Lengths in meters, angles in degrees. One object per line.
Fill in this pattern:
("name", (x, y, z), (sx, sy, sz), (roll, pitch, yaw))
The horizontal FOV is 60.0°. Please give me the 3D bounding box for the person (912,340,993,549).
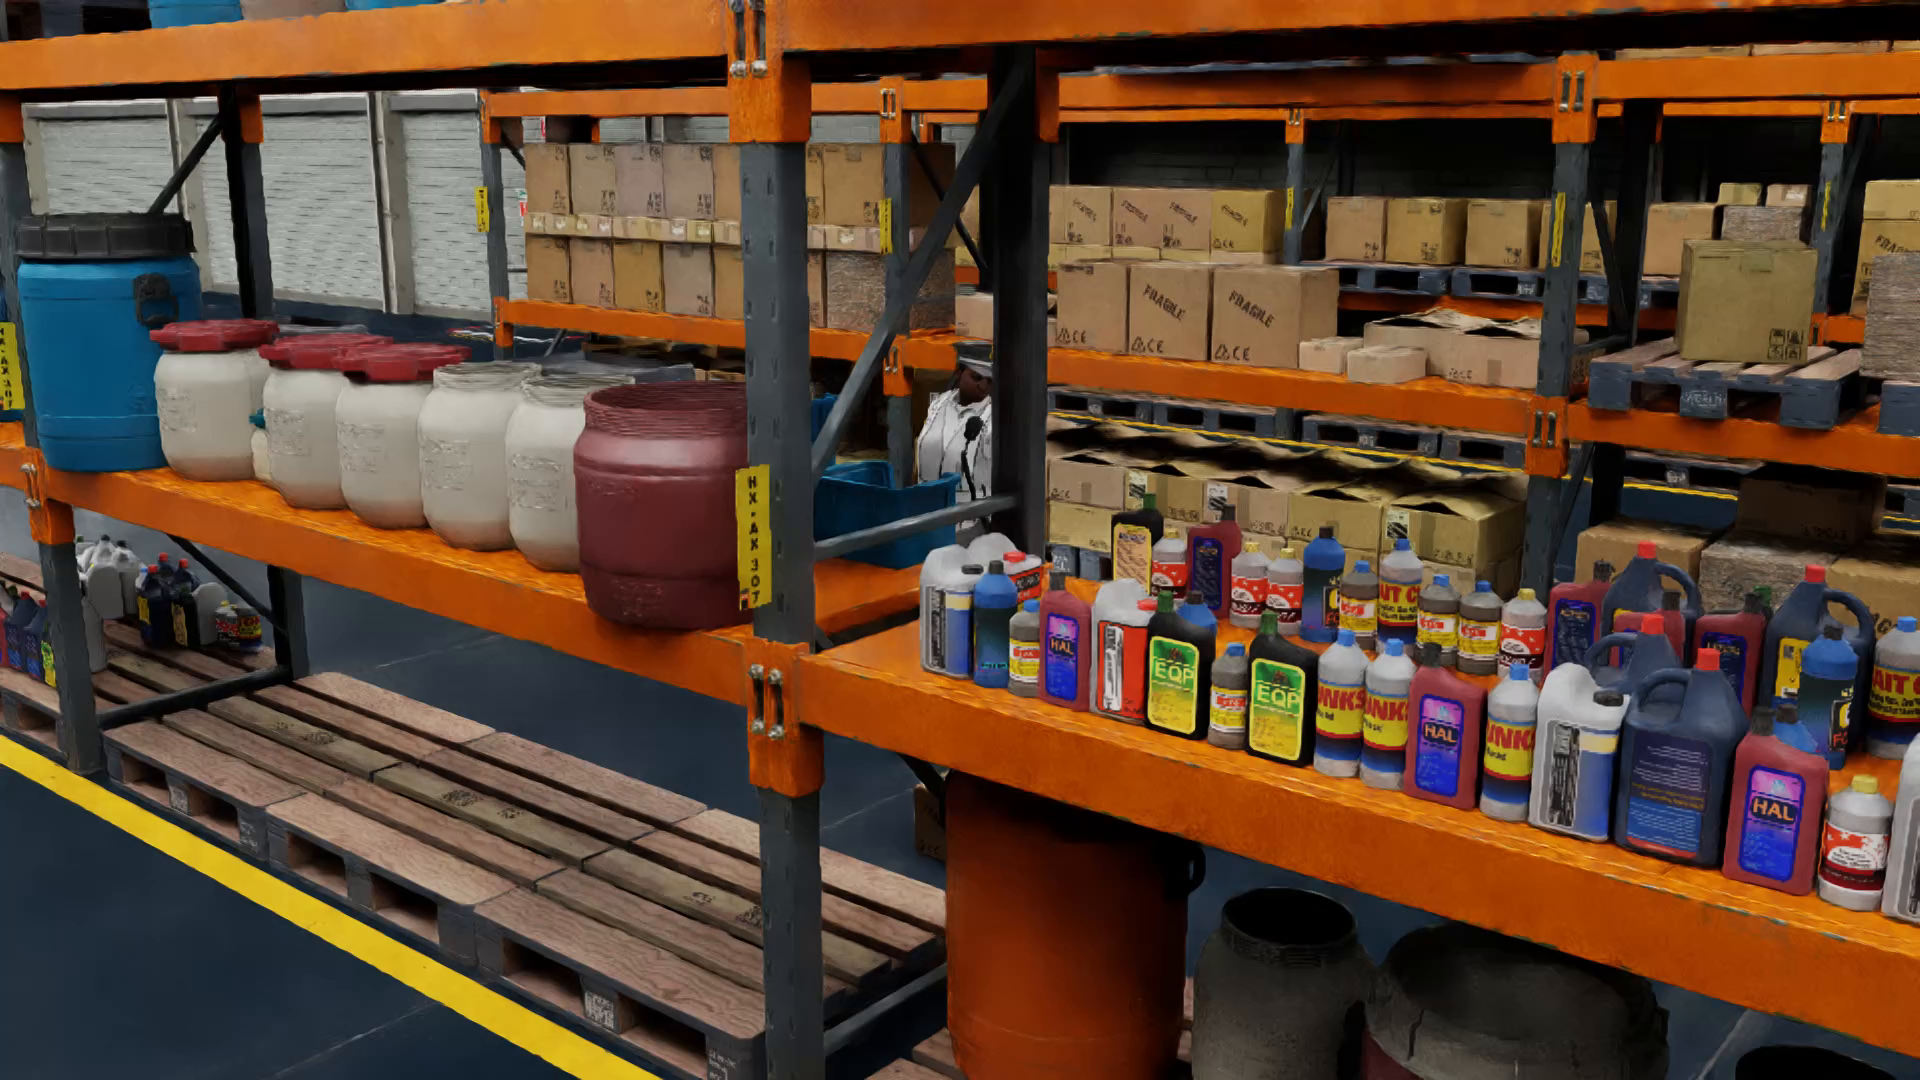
("person", (-0.097, -0.031, 7.101), (0.663, 1.650, 0.438), (9, 16, 34))
